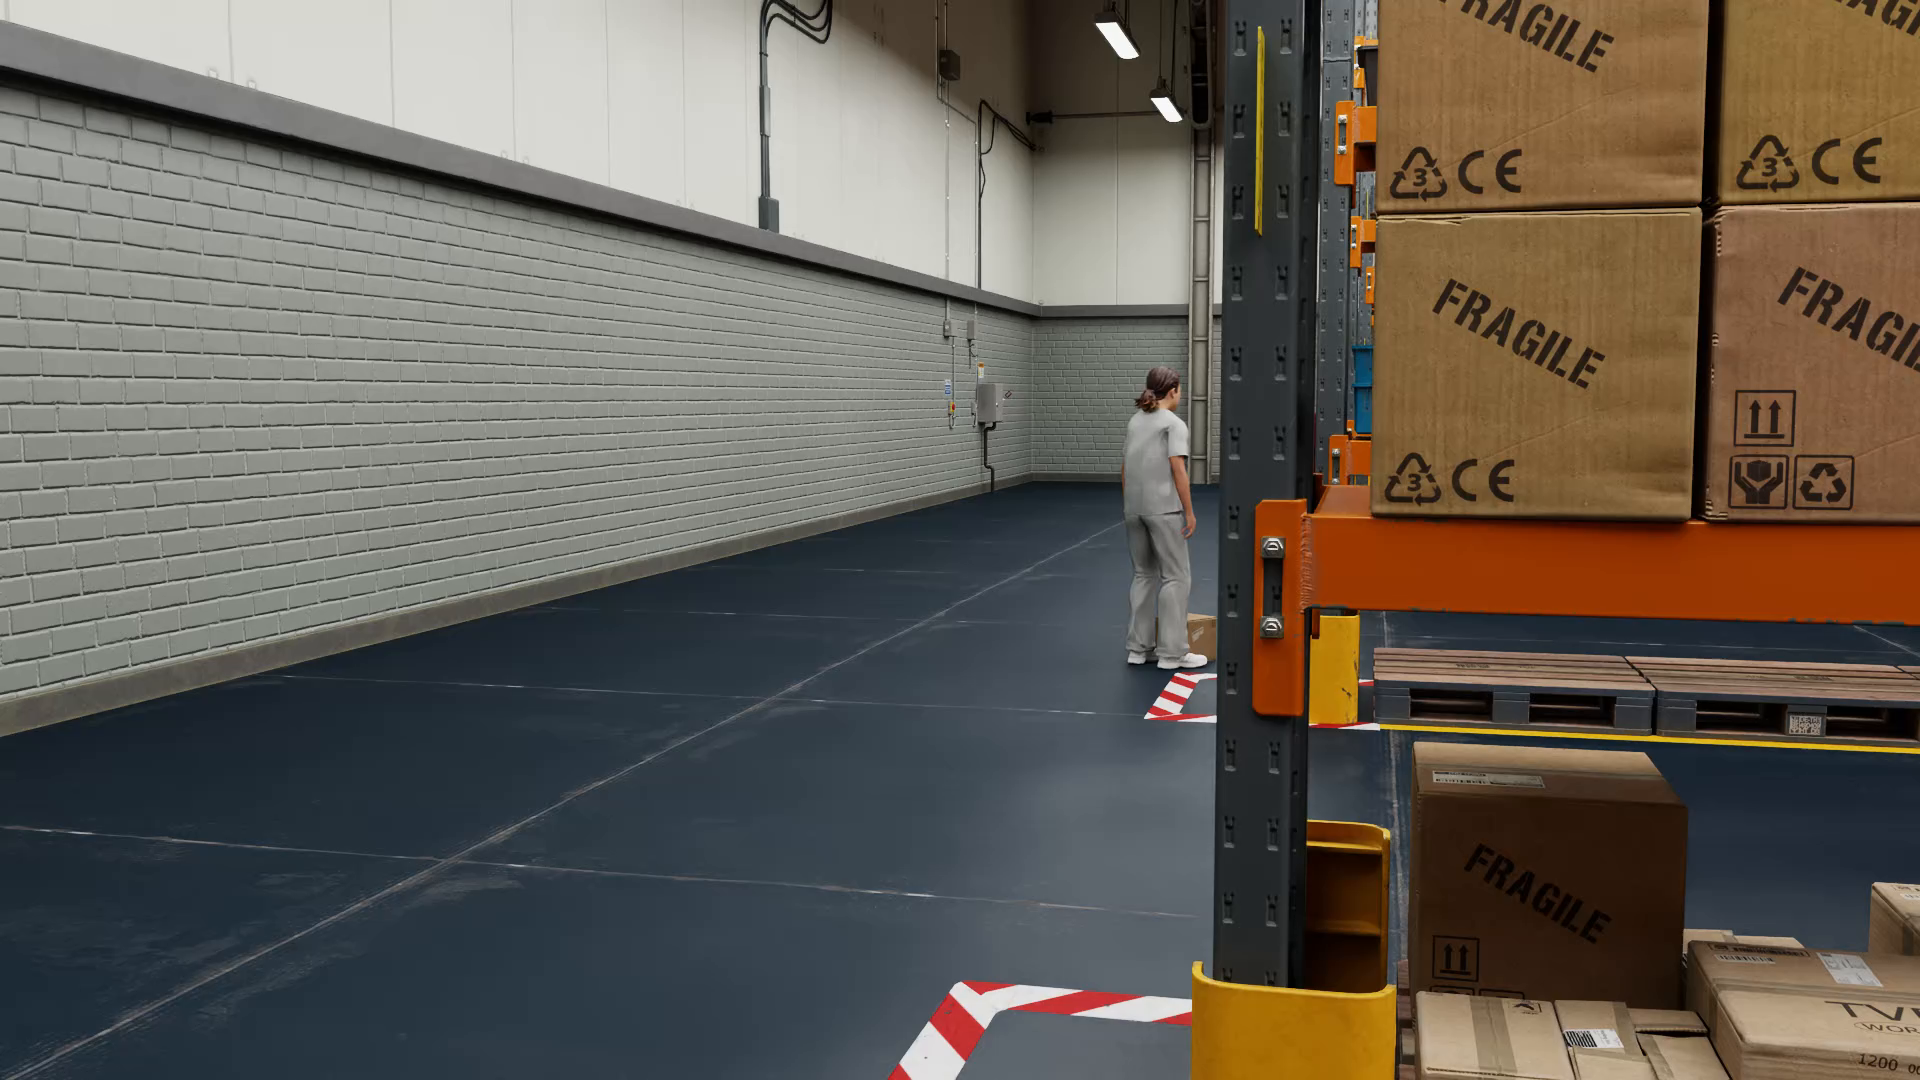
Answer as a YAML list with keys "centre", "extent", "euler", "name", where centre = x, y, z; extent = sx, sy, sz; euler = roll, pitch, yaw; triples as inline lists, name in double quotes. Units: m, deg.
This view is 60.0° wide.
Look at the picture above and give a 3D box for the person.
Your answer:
- centre: [1.107, -0.133, 9.287]
  extent: [0.354, 1.673, 0.490]
  euler: [-4, 6, -39]
  name: "person"
